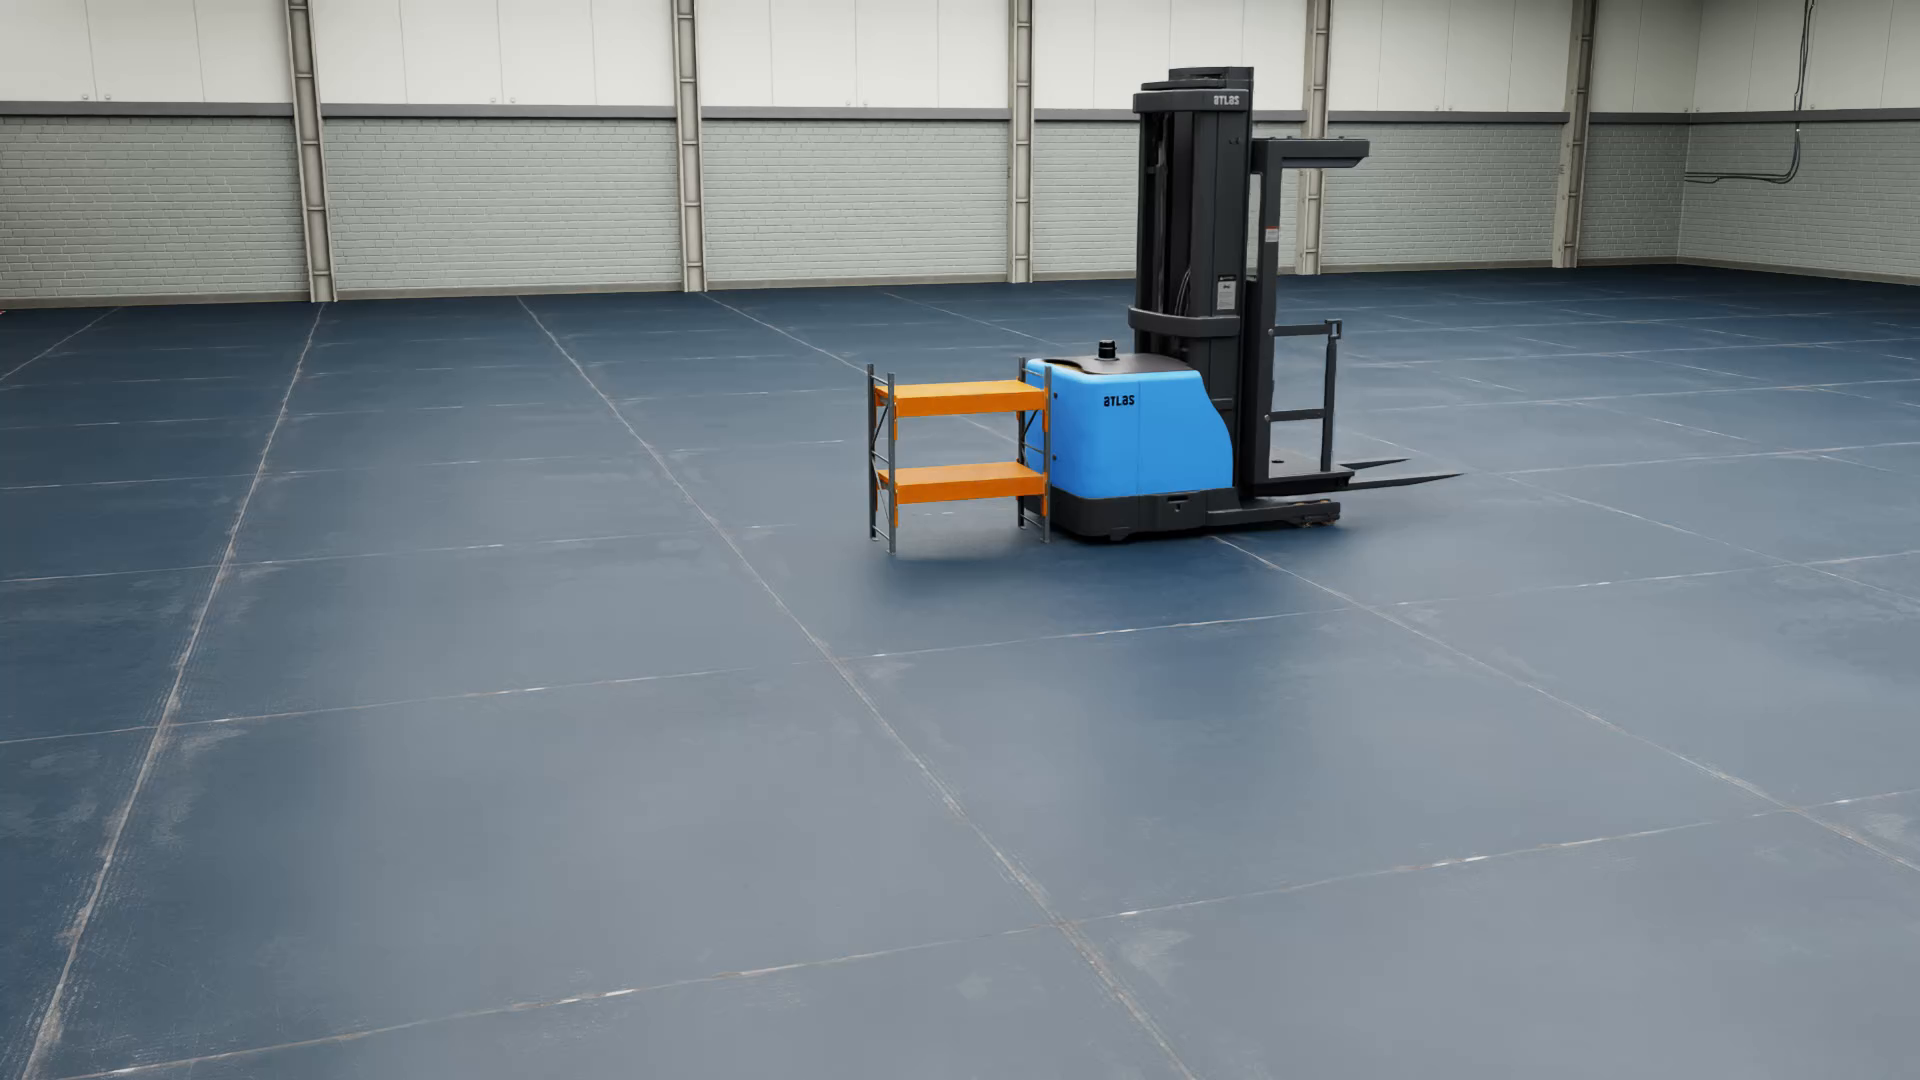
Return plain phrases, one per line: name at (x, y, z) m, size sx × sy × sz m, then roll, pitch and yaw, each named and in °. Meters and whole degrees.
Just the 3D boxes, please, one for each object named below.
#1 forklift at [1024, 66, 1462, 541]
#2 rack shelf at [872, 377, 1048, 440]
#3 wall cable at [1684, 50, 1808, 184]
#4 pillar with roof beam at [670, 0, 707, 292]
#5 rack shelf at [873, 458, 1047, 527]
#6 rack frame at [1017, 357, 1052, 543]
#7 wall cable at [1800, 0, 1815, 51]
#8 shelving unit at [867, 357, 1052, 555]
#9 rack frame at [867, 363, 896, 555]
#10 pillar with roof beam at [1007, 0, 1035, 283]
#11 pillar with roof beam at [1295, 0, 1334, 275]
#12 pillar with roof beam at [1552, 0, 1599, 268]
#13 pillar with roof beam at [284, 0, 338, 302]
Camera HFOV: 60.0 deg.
forklift at (1.988, -1.614, 11.094) m, size 3.031 × 2.935 × 1.130 m, roll -5°, pitch 14°, yaw -21°
rack shelf at (-0.006, -0.831, 10.443) m, size 1.000 × 0.278 × 0.538 m, roll -4°, pitch 14°, yaw -18°
wall cable at (15.683, -8.430, 33.348) m, size 0.112 × 2.526 × 3.097 m, roll -4°, pitch 14°, yaw -18°
pillar with roof beam at (-3.218, -7.741, 23.739) m, size 0.400 × 9.000 × 9.100 m, roll -4°, pitch 14°, yaw -18°
rack shelf at (-0.006, -0.309, 10.567) m, size 1.000 × 0.278 × 0.538 m, roll -4°, pitch 14°, yaw -18°
rack frame at (0.475, -0.584, 10.668) m, size 0.032 × 1.125 × 0.500 m, roll -4°, pitch 14°, yaw -18°
wall cable at (16.546, -10.294, 30.269) m, size 0.112 × 2.526 × 3.097 m, roll -4°, pitch 14°, yaw -18°
shelving unit at (-0.006, -0.547, 10.511) m, size 1.048 × 1.125 × 0.538 m, roll -4°, pitch 14°, yaw -18°
rack frame at (-0.488, -0.509, 10.353) m, size 0.032 × 1.125 × 0.500 m, roll -4°, pitch 14°, yaw -18°
pillar with roof beam at (2.469, -8.183, 25.601) m, size 0.400 × 9.000 × 9.100 m, roll -4°, pitch 14°, yaw -18°
pillar with roof beam at (8.155, -8.626, 27.462) m, size 0.400 × 9.000 × 9.100 m, roll -4°, pitch 14°, yaw -18°
pillar with roof beam at (13.842, -9.069, 29.324) m, size 0.400 × 9.000 × 9.100 m, roll -4°, pitch 14°, yaw -18°
pillar with roof beam at (-8.905, -7.298, 21.877) m, size 0.400 × 9.000 × 9.100 m, roll -4°, pitch 14°, yaw -18°
